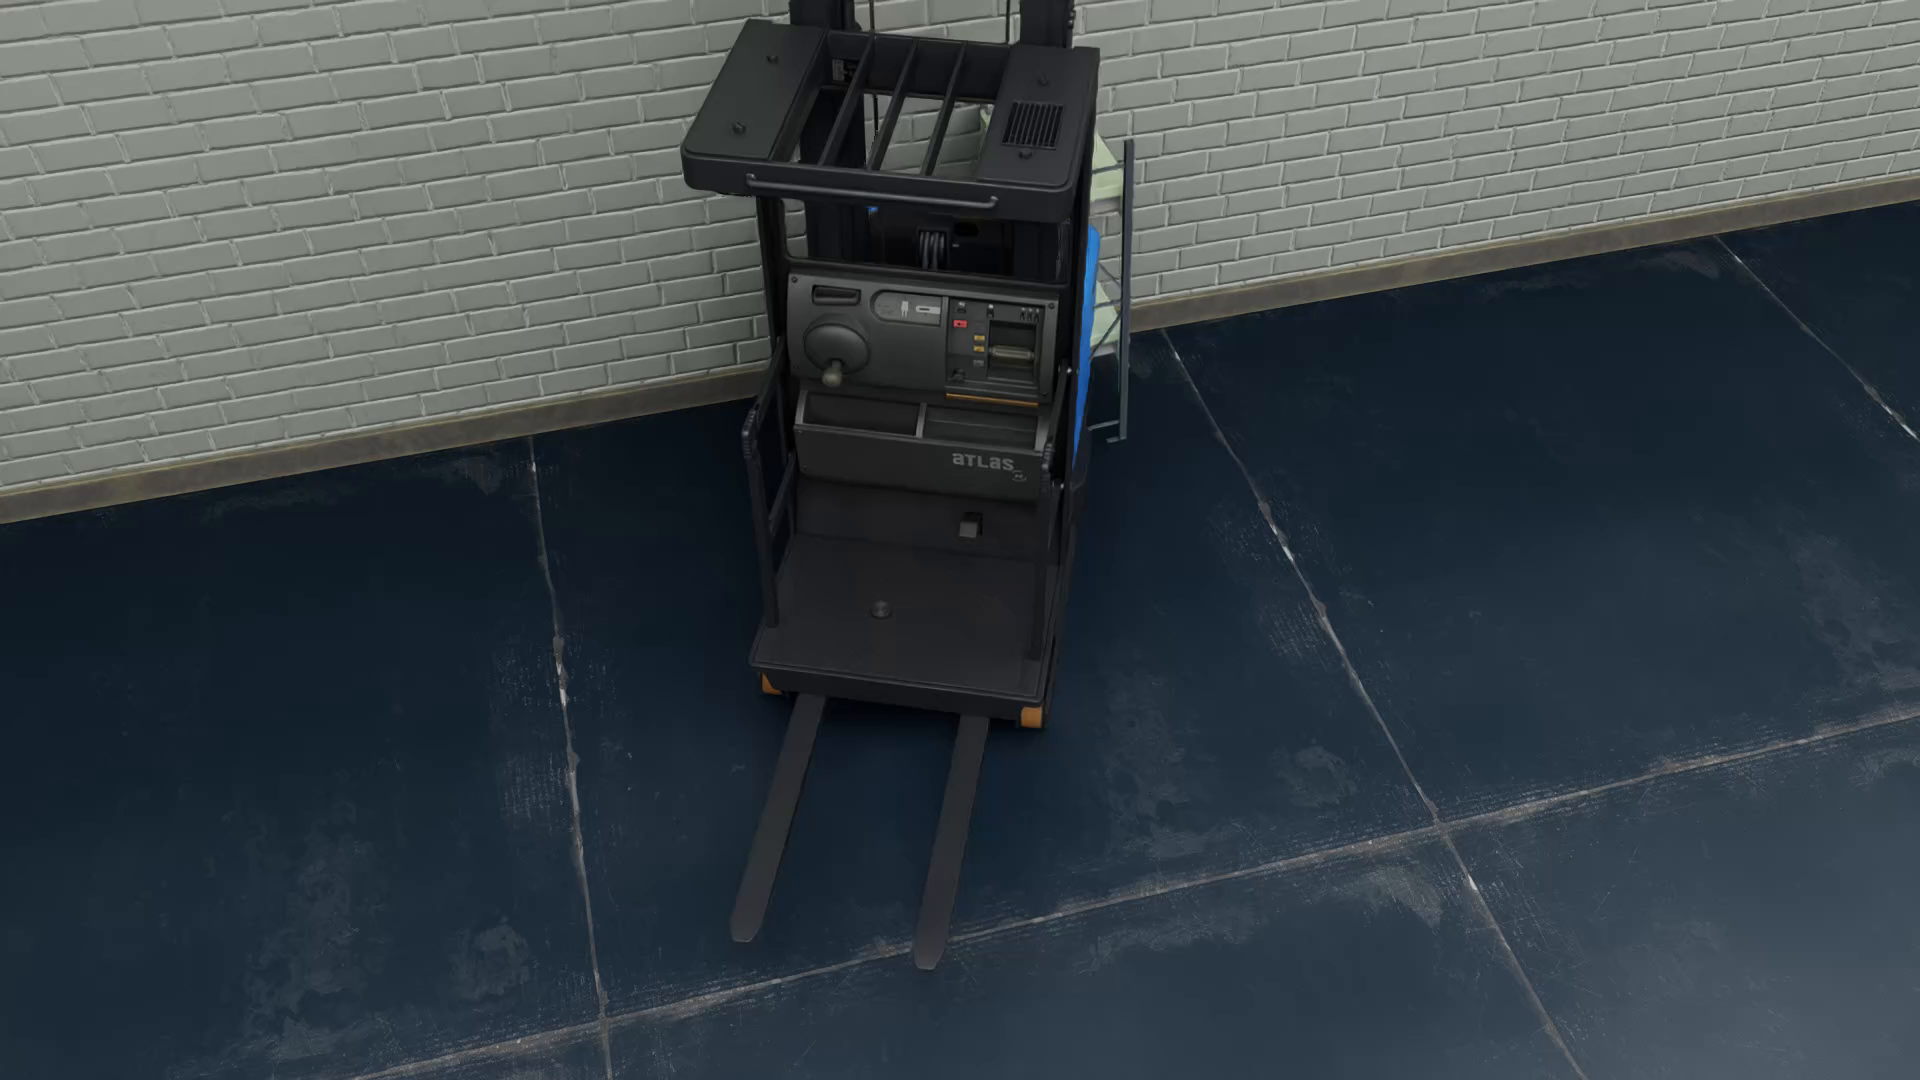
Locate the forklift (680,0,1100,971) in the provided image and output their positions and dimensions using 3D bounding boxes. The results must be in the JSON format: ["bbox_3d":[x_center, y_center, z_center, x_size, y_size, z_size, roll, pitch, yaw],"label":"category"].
[{"bbox_3d":[-0.166,-0.595,5.532,1.130,2.935,3.031,7,46,7],"label":"forklift"}]

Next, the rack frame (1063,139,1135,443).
[{"bbox_3d":[0.507,-0.944,6.826,0.400,1.500,0.023,-13,45,-9],"label":"rack frame"}]

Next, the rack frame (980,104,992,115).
[{"bbox_3d":[0.305,-1.431,7.334,0.400,1.500,0.023,-13,45,-9],"label":"rack frame"}]

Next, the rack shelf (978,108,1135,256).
[{"bbox_3d":[0.387,-1.465,6.806,0.431,0.370,0.720,-13,45,-9],"label":"rack shelf"}]

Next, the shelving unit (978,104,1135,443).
[{"bbox_3d":[0.406,-1.187,7.080,0.431,1.500,0.755,-13,45,-9],"label":"shelving unit"}]

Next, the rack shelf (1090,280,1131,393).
[{"bbox_3d":[0.422,-0.955,7.308,0.431,0.370,0.720,-13,45,-9],"label":"rack shelf"}]
